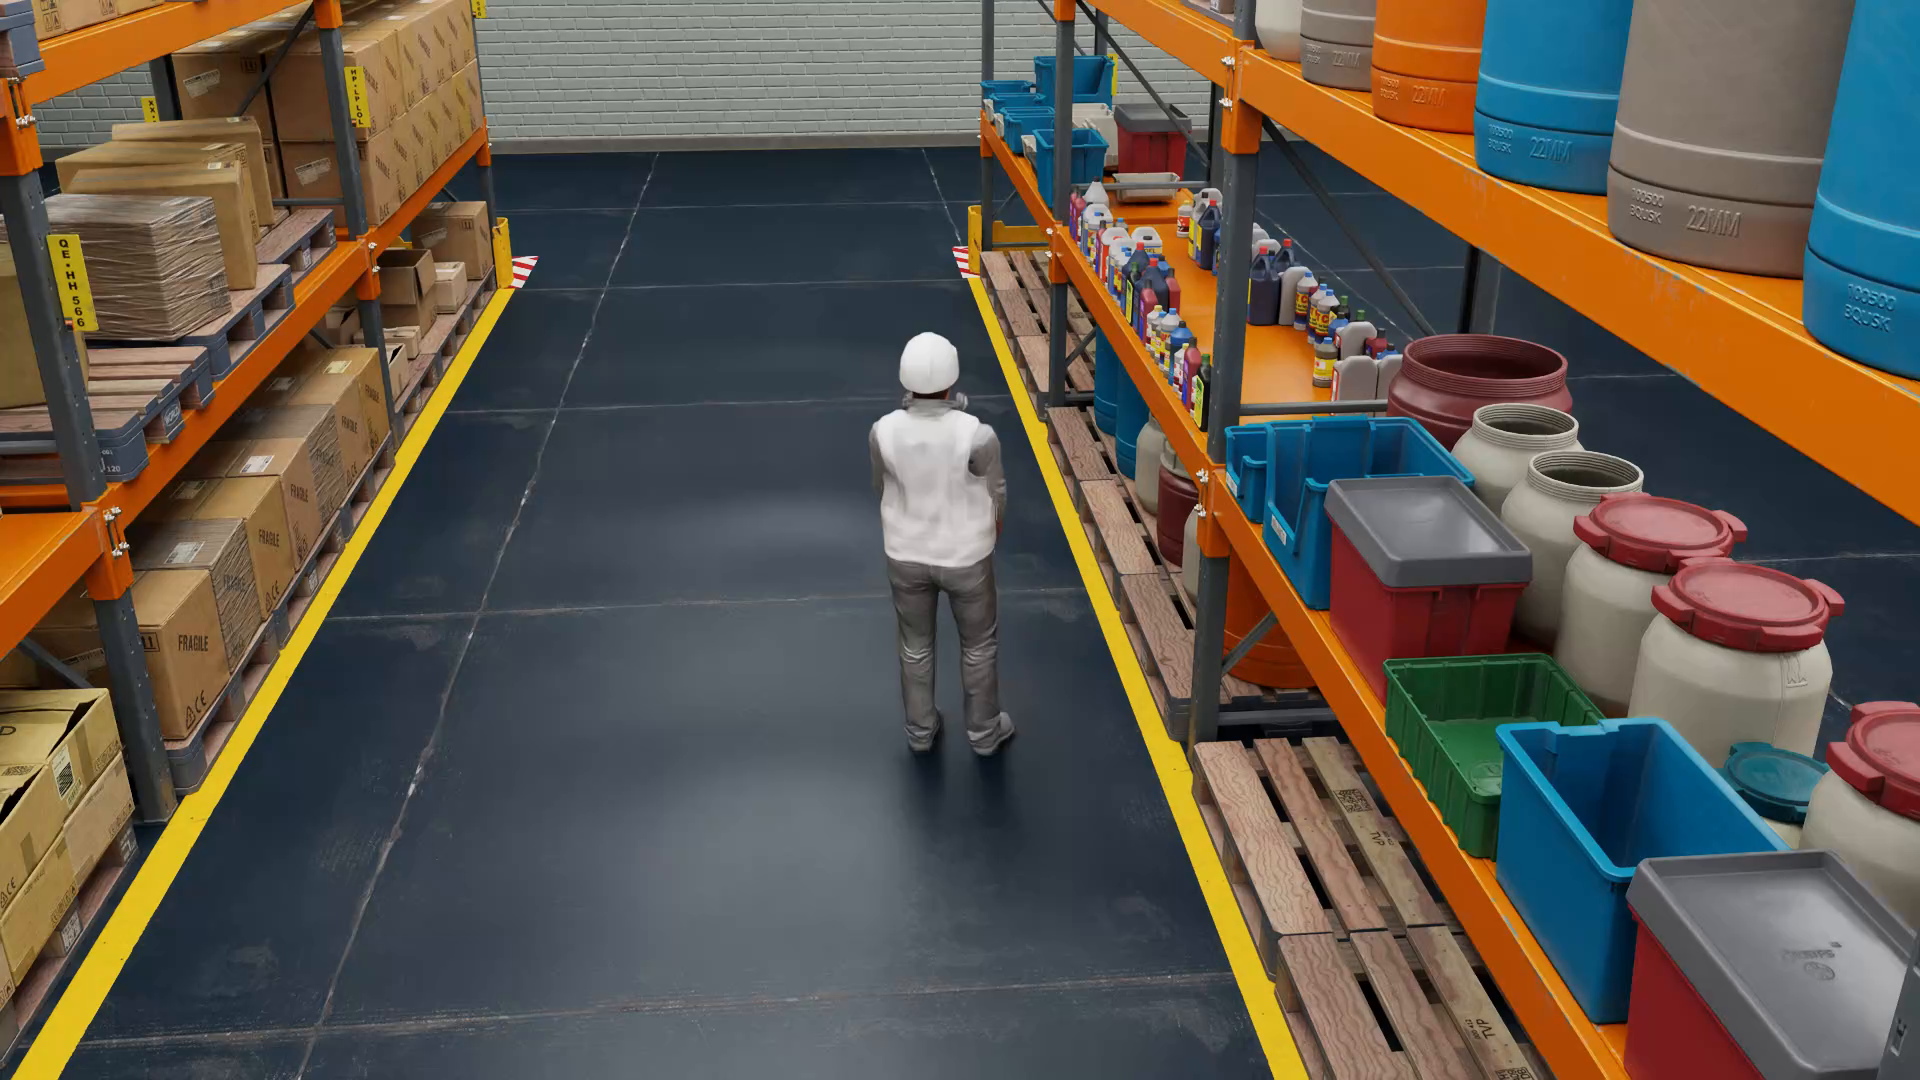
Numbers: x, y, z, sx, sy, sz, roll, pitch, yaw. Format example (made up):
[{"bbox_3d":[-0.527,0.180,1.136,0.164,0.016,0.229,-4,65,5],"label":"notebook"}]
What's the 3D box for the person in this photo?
[{"bbox_3d":[-0.068,0.018,6.523,0.545,1.774,0.494,6,24,13],"label":"person"}]
